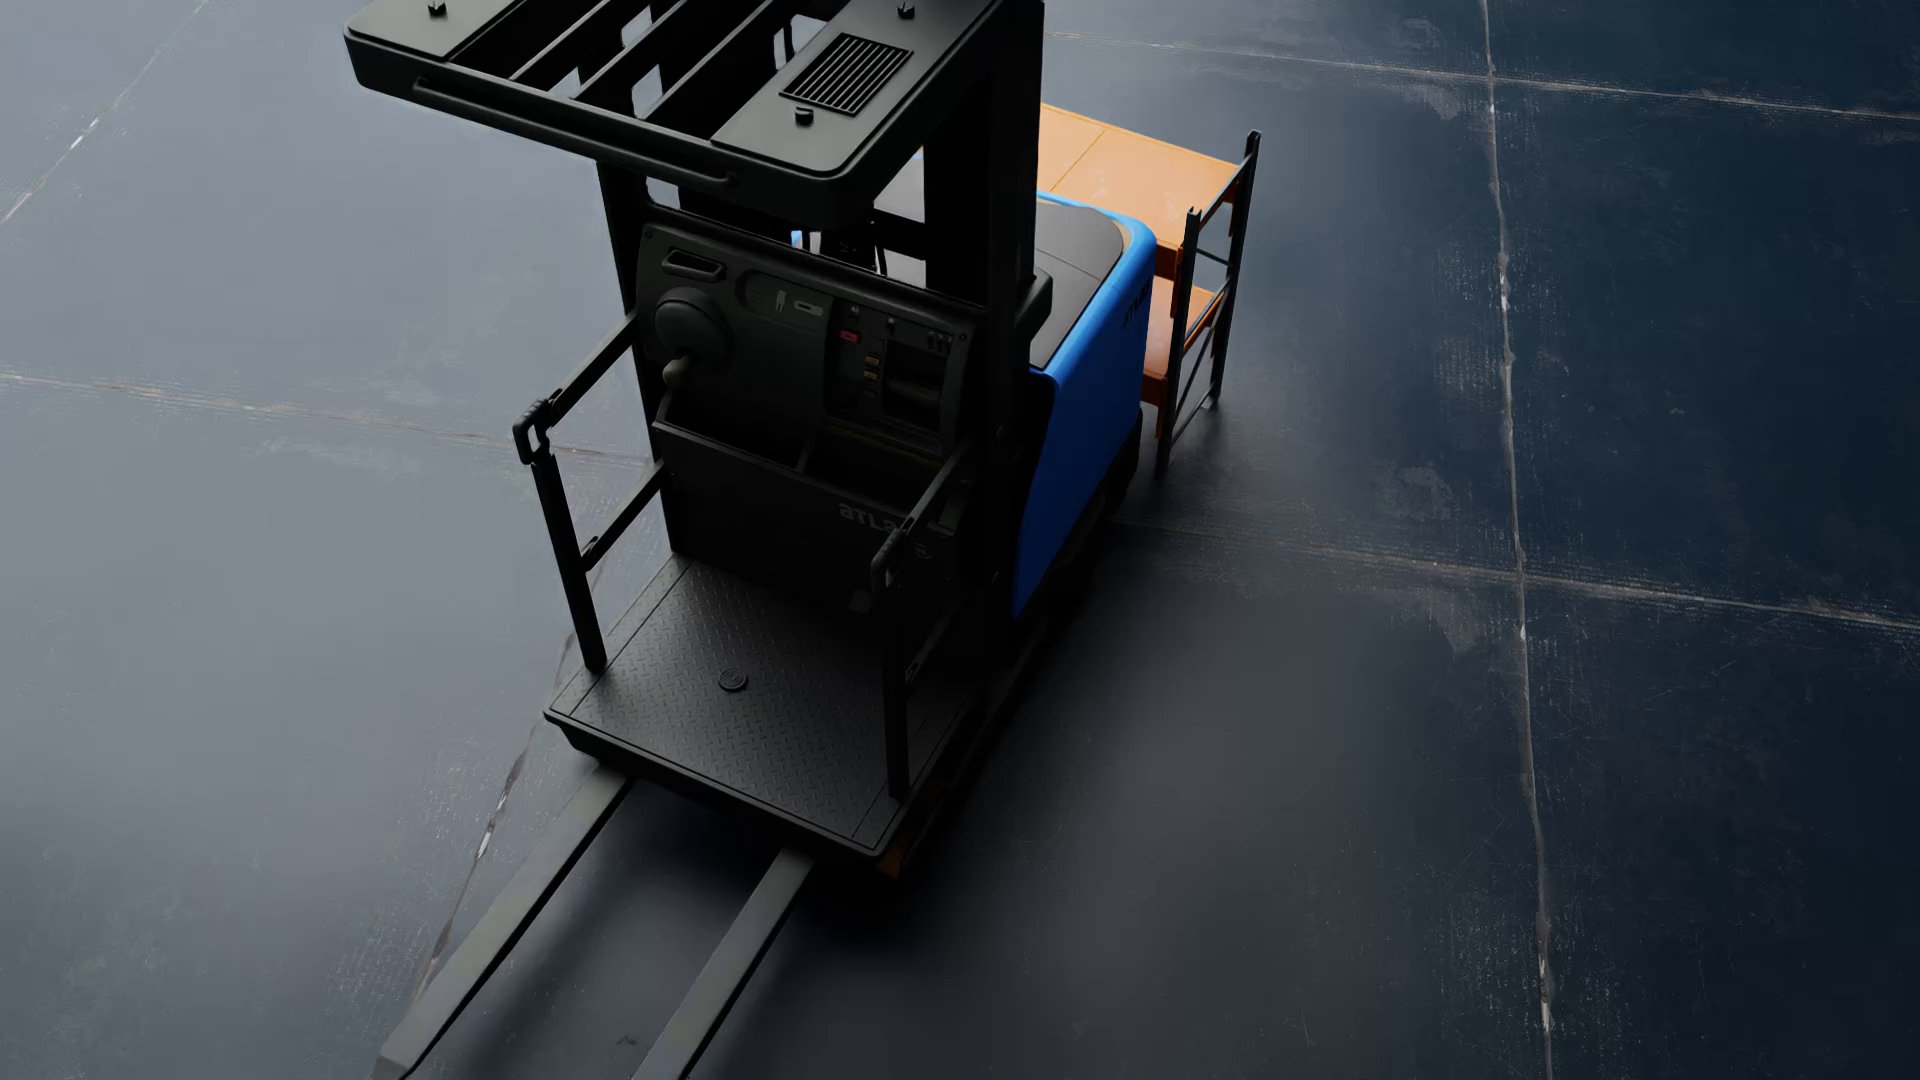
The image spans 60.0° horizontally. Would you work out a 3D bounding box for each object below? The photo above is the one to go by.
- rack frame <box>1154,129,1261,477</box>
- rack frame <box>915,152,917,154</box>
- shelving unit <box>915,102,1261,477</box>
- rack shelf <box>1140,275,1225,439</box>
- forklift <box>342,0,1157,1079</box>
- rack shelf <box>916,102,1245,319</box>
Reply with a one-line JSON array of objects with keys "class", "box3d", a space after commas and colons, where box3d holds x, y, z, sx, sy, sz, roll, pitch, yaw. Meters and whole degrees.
[{"class": "rack frame", "box3d": [0.817, -0.761, 5.541, 0.032, 1.125, 0.500, 23, 52, 19]}, {"class": "rack frame", "box3d": [-0.064, -1.138, 5.880, 0.032, 1.125, 0.500, 23, 52, 19]}, {"class": "shelving unit", "box3d": [0.377, -0.950, 5.710, 1.048, 1.125, 0.538, 23, 52, 19]}, {"class": "rack shelf", "box3d": [0.377, -0.786, 5.892, 1.000, 0.278, 0.538, 23, 52, 19]}, {"class": "forklift", "box3d": [-0.492, -0.396, 3.999, 1.130, 2.935, 3.031, 20, 51, 17]}, {"class": "rack shelf", "box3d": [0.377, -1.145, 5.493, 1.000, 0.278, 0.538, 23, 52, 19]}]
